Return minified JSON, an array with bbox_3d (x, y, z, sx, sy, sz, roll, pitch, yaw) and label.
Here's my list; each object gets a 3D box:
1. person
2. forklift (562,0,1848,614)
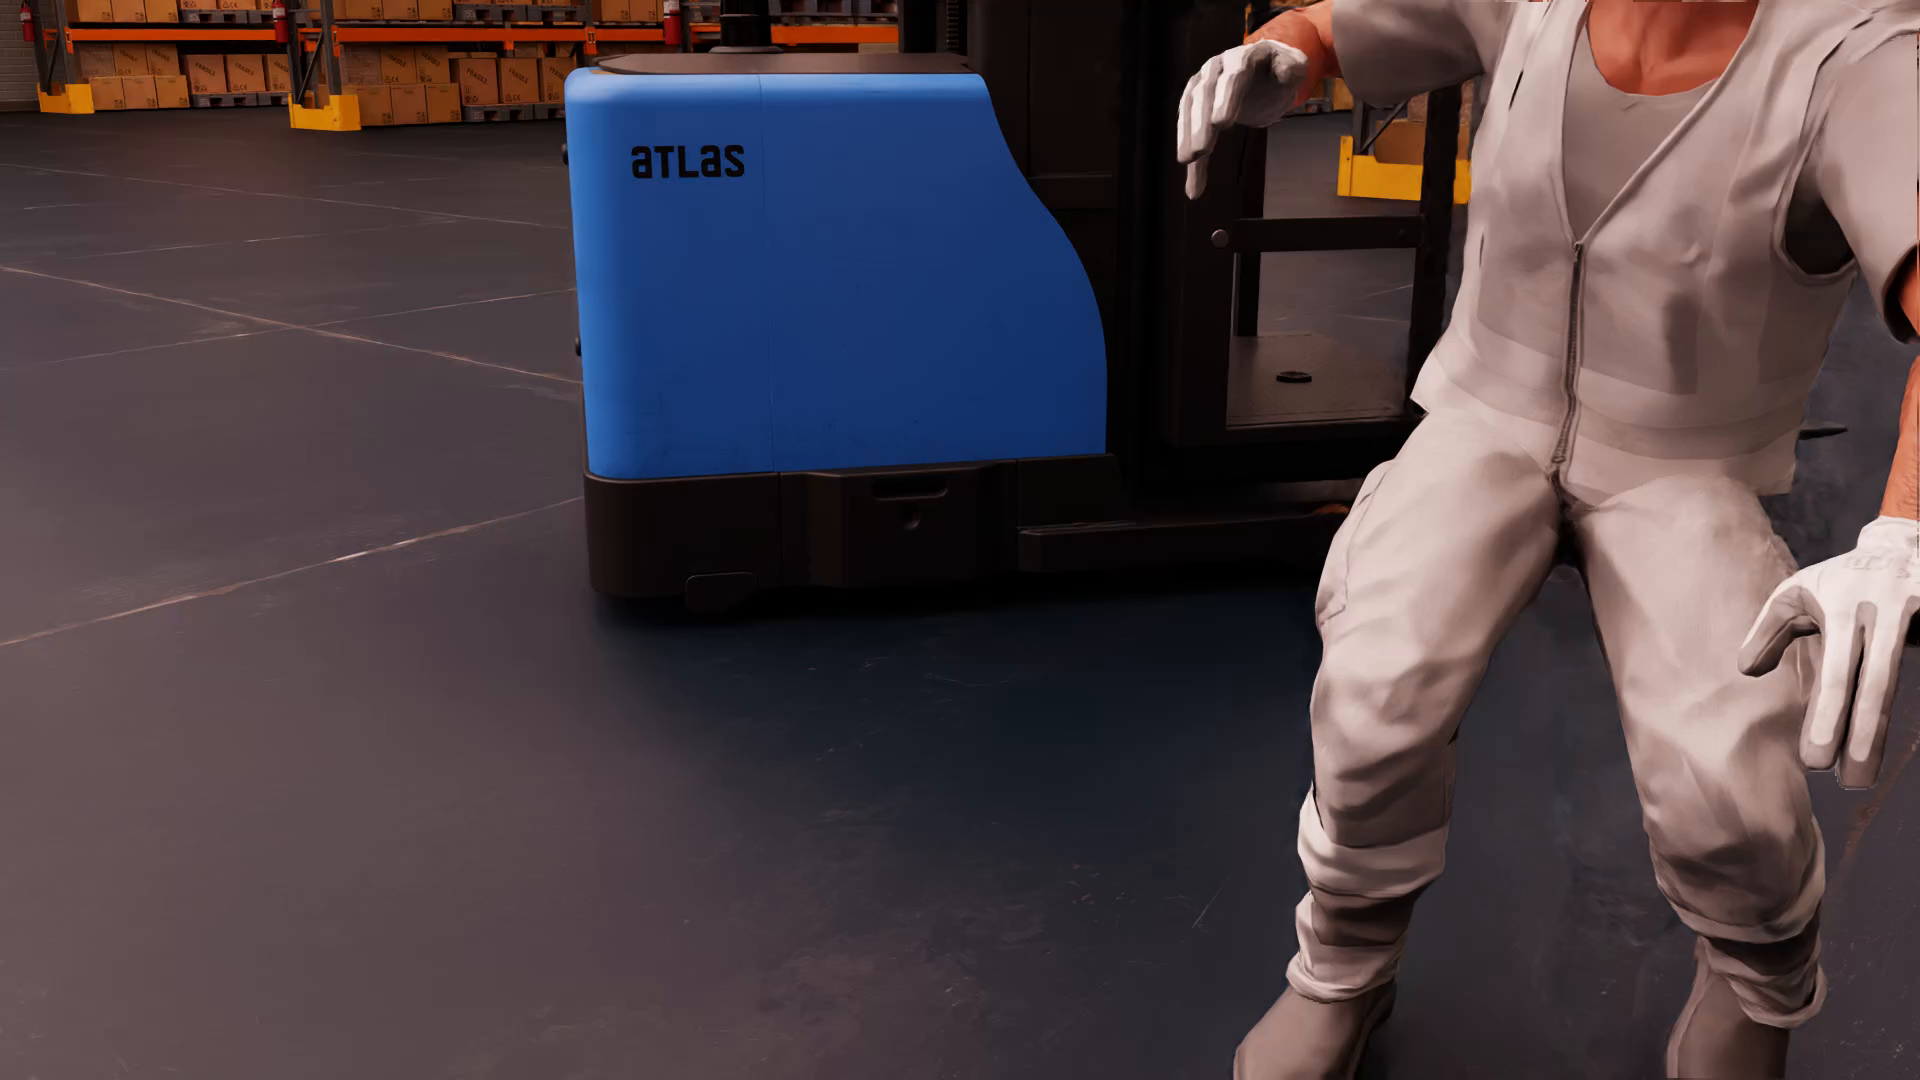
[{"bbox_3d":[0.550,-0.058,1.595,0.804,1.497,0.938,11,20,32],"label":"person"},{"bbox_3d":[0.630,-1.458,3.700,3.031,2.935,1.130,-4,17,-12],"label":"forklift"}]
